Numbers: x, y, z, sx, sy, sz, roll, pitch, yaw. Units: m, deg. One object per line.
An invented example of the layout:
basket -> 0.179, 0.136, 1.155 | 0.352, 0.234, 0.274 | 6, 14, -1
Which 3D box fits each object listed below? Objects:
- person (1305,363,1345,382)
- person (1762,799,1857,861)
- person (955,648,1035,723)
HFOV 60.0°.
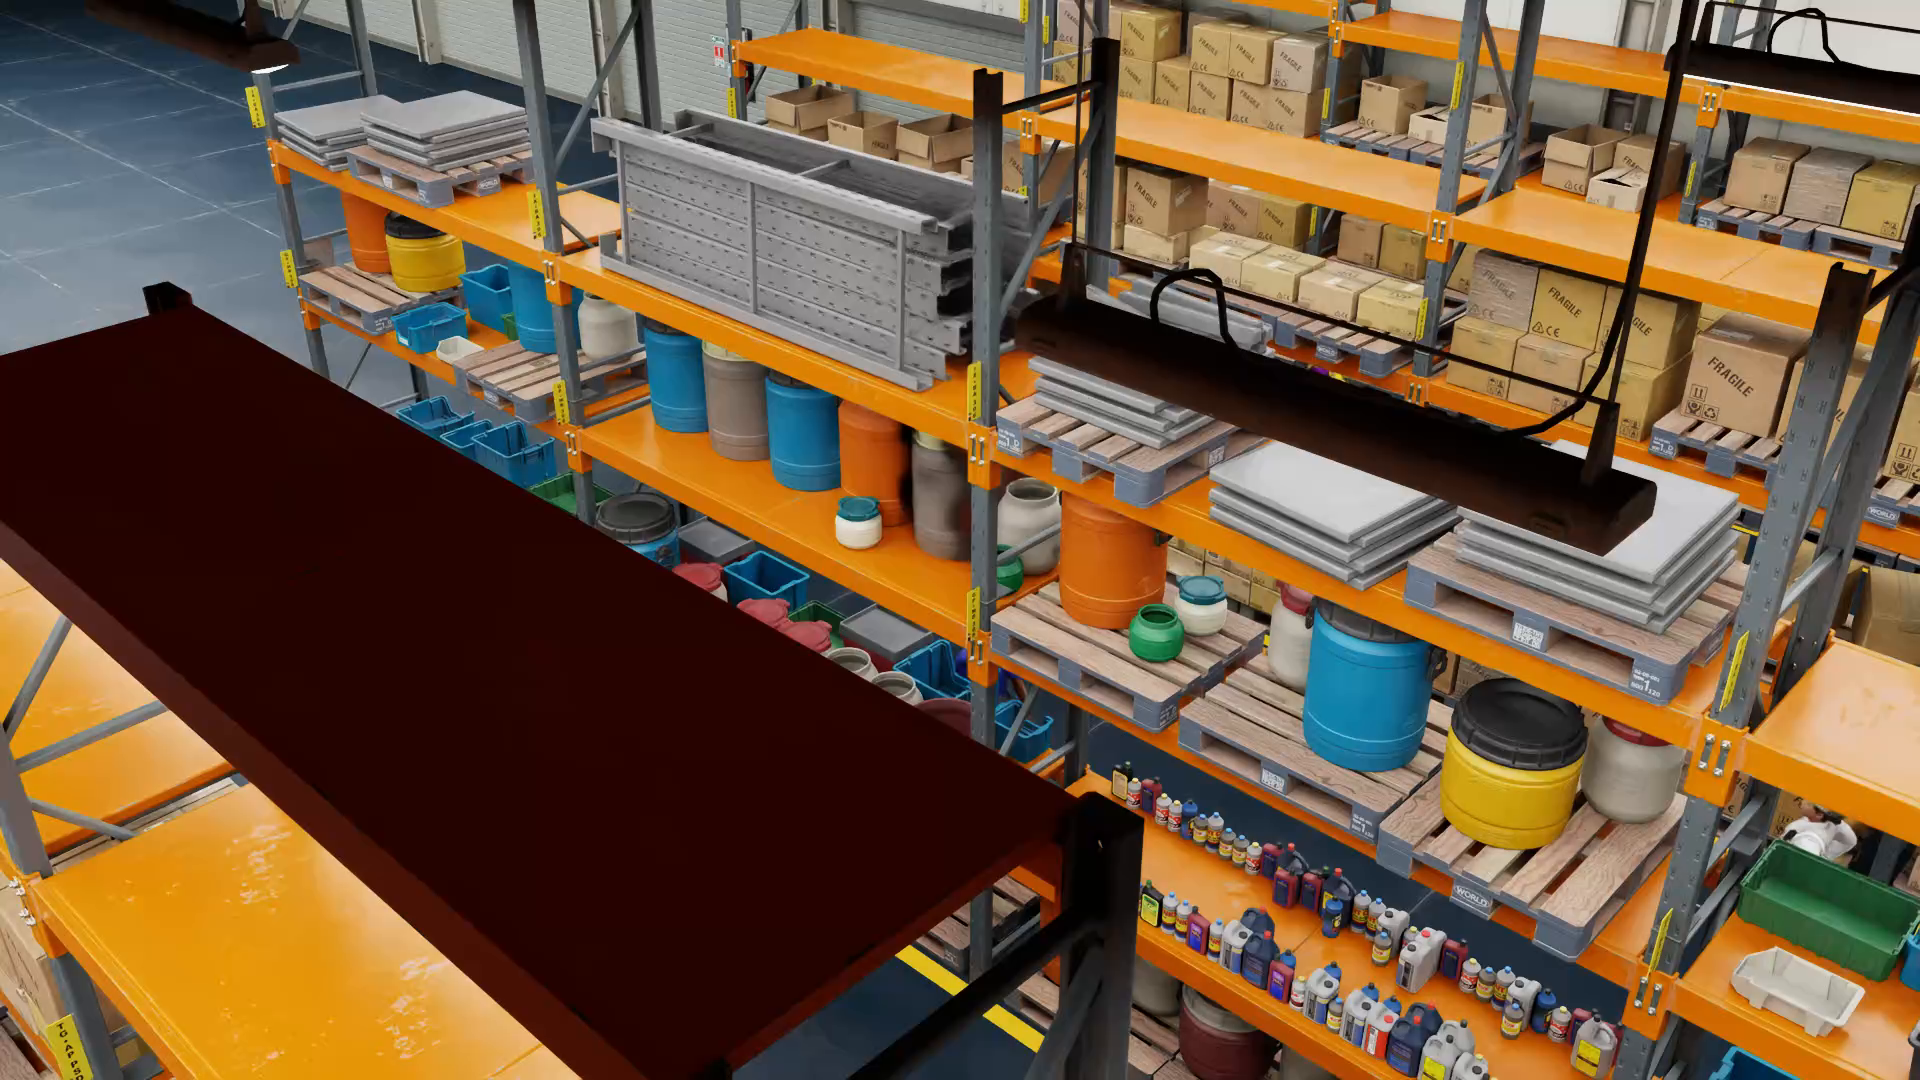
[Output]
person -> 3.760, -1.404, 17.152 | 0.869, 1.565, 0.730 | 8, 30, 14
person -> 5.280, 2.227, 10.578 | 0.695, 1.706, 0.585 | 17, 34, 28
person -> 0.259, 1.307, 12.292 | 0.609, 1.625, 0.530 | -4, 30, -7
